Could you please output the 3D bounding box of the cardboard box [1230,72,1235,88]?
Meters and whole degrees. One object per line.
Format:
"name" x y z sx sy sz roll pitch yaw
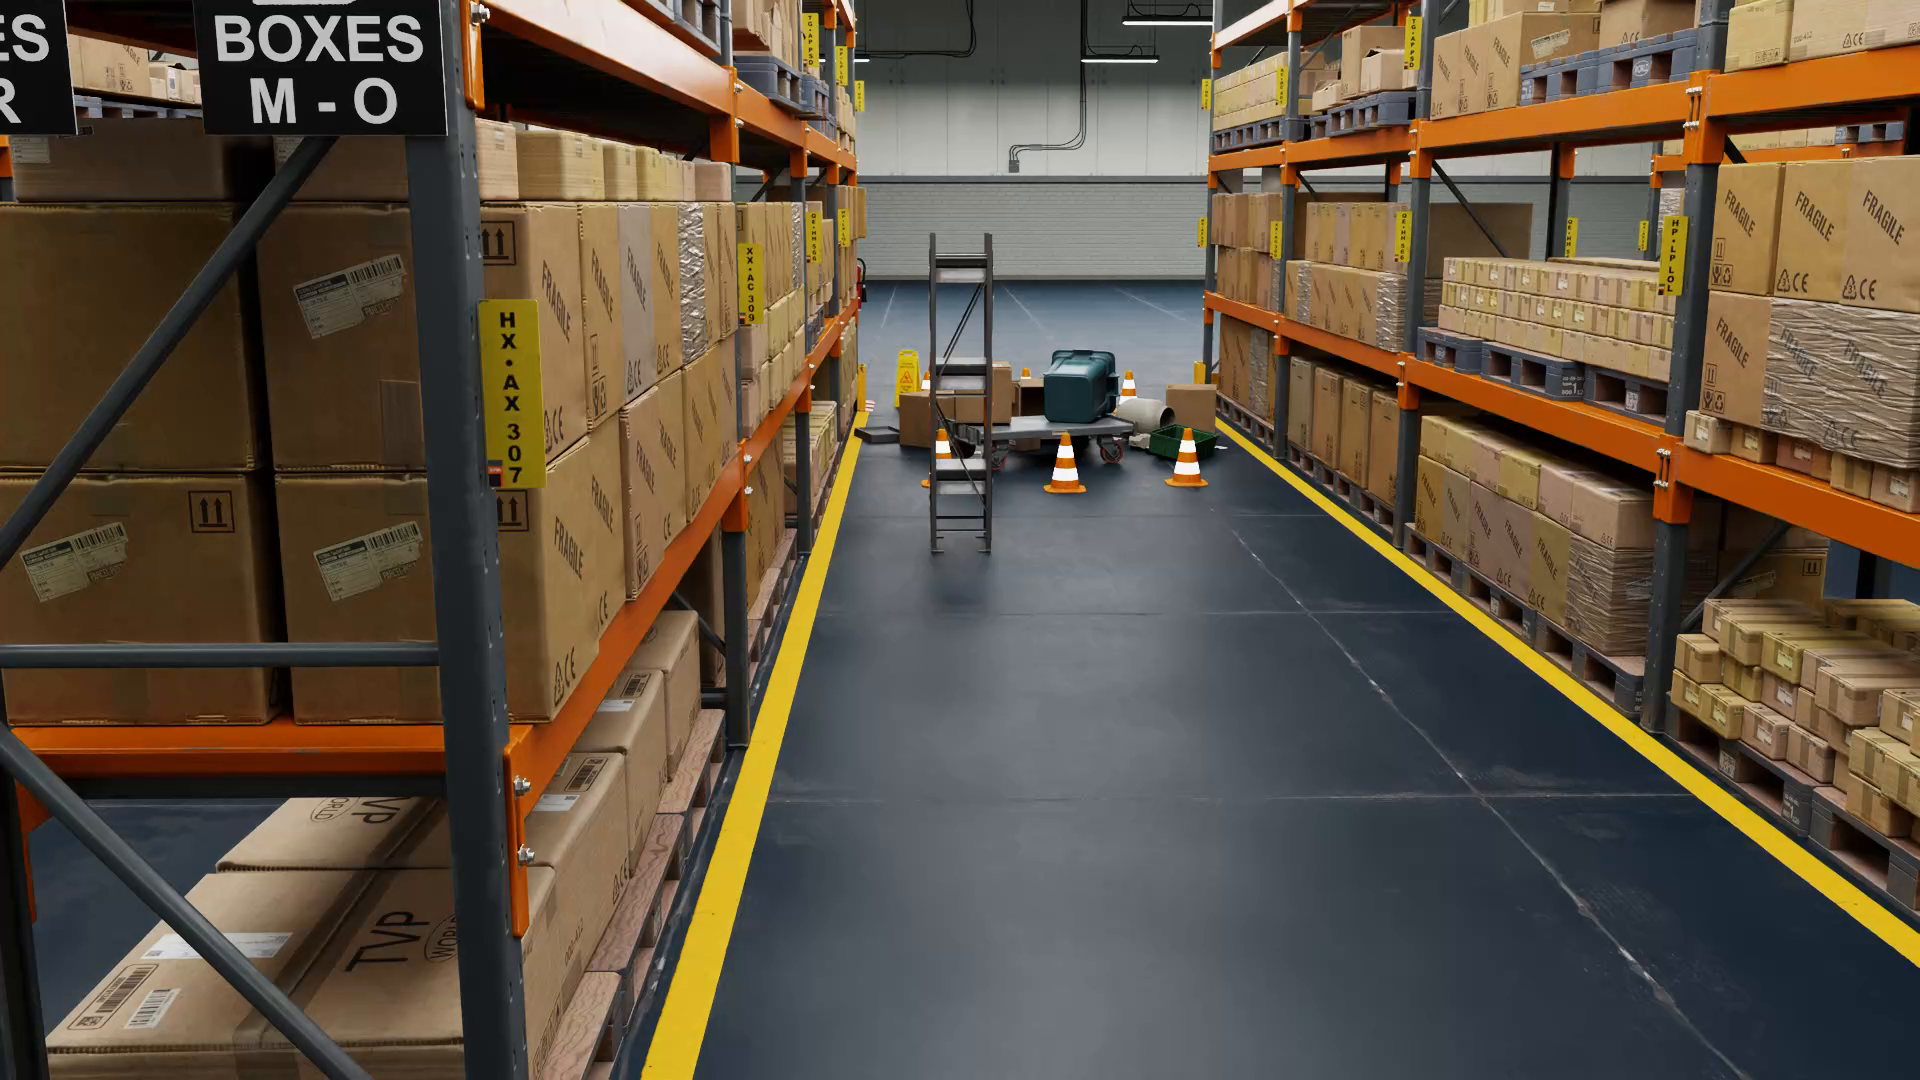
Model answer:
"cardboard box" 2.997 -4.731 17.108 0.380 0.149 0.250 0 11 -2

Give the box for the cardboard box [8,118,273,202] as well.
"cardboard box" -1.536 -0.715 3.139 0.380 0.149 0.250 0 11 0

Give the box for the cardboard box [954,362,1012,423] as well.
"cardboard box" 0.203 -1.332 14.962 0.500 0.500 0.500 0 11 -1

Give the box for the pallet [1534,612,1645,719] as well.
"pallet" 3.518 0.589 8.124 1.003 0.211 1.213 0 11 -1

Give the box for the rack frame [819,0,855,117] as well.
"rack frame" -1.659 -5.908 18.046 1.000 3.000 0.127 0 11 -1

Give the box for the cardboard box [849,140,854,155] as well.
"cardboard box" -1.334 -4.195 17.782 0.380 0.149 0.250 0 11 -1

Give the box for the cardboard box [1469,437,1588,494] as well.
"cardboard box" 3.233 -0.429 9.473 0.500 0.250 0.500 0 11 -1

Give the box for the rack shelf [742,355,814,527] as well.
"rack shelf" -1.452 -0.627 8.916 1.077 0.370 4.000 0 11 -1

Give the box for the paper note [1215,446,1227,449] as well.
"paper note" 2.451 -0.888 15.858 0.147 0.020 0.142 -10 15 -40

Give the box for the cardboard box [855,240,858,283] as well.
"cardboard box" -1.372 -3.056 18.077 0.500 0.500 0.500 0 11 -2

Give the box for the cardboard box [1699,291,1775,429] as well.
"cardboard box" 3.294 -0.718 6.554 0.500 0.500 0.500 0 11 -2

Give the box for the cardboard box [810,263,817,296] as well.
"cardboard box" -1.289 -1.972 11.679 0.500 0.500 0.500 0 11 2

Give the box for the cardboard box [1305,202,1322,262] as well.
"cardboard box" 3.387 -2.653 14.327 0.700 0.500 0.500 0 11 -2

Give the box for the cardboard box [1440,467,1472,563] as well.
"cardboard box" 3.227 -0.157 10.019 0.500 0.500 0.500 0 11 0

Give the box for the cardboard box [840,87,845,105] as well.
"cardboard box" -1.266 -4.131 15.457 0.380 0.149 0.250 0 11 -2

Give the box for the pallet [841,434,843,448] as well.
"pallet" -1.625 -0.939 15.658 1.003 0.211 1.213 0 11 -1

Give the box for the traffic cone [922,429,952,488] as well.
"traffic cone" -0.151 -0.689 13.789 0.336 0.463 0.334 0 11 -1

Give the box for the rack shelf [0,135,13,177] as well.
"rack shelf" -6.415 -2.076 8.514 1.077 0.370 4.000 0 11 -1

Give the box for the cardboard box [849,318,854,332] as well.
"cardboard box" -1.305 -2.230 17.351 0.380 0.149 0.250 0 11 0

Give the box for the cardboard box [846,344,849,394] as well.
"cardboard box" -1.341 -1.623 15.988 0.500 0.500 0.500 0 11 1

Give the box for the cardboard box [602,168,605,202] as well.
"cardboard box" -1.108 -0.924 4.171 0.380 0.149 0.250 0 11 -1

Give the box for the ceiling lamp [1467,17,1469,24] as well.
"ceiling lamp" 11.335 -12.069 33.732 2.000 3.185 0.800 0 11 -1

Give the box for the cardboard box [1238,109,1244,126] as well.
"cardboard box" 3.007 -4.239 16.689 0.380 0.149 0.250 0 11 -1

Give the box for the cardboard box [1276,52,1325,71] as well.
"cardboard box" 3.044 -4.277 14.870 0.380 0.149 0.250 0 11 -2

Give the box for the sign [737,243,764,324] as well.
"sign" -0.856 -1.048 6.804 0.100 0.325 0.005 0 11 -1

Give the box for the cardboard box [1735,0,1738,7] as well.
"cardboard box" 3.638 -2.423 7.108 0.700 0.500 0.500 0 11 -1

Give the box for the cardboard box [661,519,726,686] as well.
"cardboard box" -1.504 0.130 7.660 0.875 0.875 0.875 0 11 1

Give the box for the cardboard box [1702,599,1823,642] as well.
"cardboard box" 3.336 0.346 6.925 0.380 0.149 0.250 0 11 1

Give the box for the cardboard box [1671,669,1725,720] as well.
"cardboard box" 3.222 0.642 6.962 0.380 0.149 0.250 -1 11 -4

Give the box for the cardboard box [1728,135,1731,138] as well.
"cardboard box" 8.024 -4.107 17.092 0.500 0.250 0.500 0 11 -1

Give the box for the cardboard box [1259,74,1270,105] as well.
"cardboard box" 3.094 -4.207 15.531 0.500 0.250 0.500 0 11 -1

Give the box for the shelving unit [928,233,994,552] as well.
"shelving unit" 0.003 -0.996 11.188 0.431 2.100 0.503 0 11 -1

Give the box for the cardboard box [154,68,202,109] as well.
"cardboard box" -6.280 -3.690 13.574 0.500 0.311 0.500 -1 11 -3

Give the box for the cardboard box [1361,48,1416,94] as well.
"cardboard box" 3.132 -3.306 11.680 0.500 0.311 0.500 0 11 -1

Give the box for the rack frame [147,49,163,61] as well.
"rack frame" -6.539 -5.091 14.023 1.000 3.000 0.127 0 11 -1

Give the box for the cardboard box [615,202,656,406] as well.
"cardboard box" -1.090 -0.628 4.343 0.500 0.500 0.500 0 11 -2

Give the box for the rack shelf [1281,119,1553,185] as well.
"rack shelf" 3.412 -2.933 12.736 1.077 0.370 4.000 0 11 -1

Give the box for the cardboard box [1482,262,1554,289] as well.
"cardboard box" 3.283 -1.545 9.707 0.380 0.149 0.250 -1 11 -4

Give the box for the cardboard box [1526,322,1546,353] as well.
"cardboard box" 3.294 -1.095 8.990 0.380 0.149 0.250 -1 11 -3

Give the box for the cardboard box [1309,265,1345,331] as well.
"cardboard box" 3.131 -1.957 13.407 0.500 0.500 0.500 0 11 -1

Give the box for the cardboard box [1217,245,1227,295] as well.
"cardboard box" 3.341 -3.008 18.464 0.875 0.550 0.550 0 11 -1

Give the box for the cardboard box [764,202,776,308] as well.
"cardboard box" -1.179 -1.411 8.202 0.500 0.500 0.500 -1 11 -3

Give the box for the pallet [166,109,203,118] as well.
"pallet" -6.508 -3.352 13.476 0.805 0.209 1.217 -1 11 -3

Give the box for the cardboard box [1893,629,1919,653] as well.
"cardboard box" 3.861 0.447 6.430 0.380 0.149 0.250 0 11 -2

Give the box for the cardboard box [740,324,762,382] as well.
"cardboard box" -1.138 -0.842 7.287 0.500 0.250 0.500 -1 11 -3

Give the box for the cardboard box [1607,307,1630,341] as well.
"cardboard box" 3.321 -1.031 7.925 0.380 0.149 0.250 0 11 1

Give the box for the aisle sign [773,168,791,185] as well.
"aisle sign" -1.970 -4.253 18.439 0.394 0.787 0.004 0 11 -1

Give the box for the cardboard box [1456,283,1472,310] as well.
"cardboard box" 3.270 -1.495 10.214 0.380 0.149 0.250 0 11 2

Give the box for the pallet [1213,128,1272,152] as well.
"pallet" 3.314 -4.287 17.826 1.003 0.211 1.213 0 11 -1

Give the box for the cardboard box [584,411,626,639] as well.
"cardboard box" -1.089 -0.033 3.927 0.500 0.500 0.500 0 11 -2

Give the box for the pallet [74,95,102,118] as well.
"pallet" -6.560 -2.868 11.084 1.213 0.211 1.003 0 11 1

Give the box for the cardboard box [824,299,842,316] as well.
"cardboard box" -1.262 -2.113 15.063 0.380 0.149 0.250 0 11 -1

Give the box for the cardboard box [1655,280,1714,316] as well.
"cardboard box" 3.332 -1.076 7.397 0.380 0.149 0.250 0 11 1

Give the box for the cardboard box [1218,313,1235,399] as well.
"cardboard box" 3.368 -2.038 18.348 0.875 0.875 0.875 0 11 -1

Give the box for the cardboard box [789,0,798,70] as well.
"cardboard box" -1.283 -2.906 9.488 0.700 0.500 0.500 -1 11 -4

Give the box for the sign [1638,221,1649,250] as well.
"sign" 7.706 -3.430 18.746 0.100 0.325 0.005 0 11 -1
